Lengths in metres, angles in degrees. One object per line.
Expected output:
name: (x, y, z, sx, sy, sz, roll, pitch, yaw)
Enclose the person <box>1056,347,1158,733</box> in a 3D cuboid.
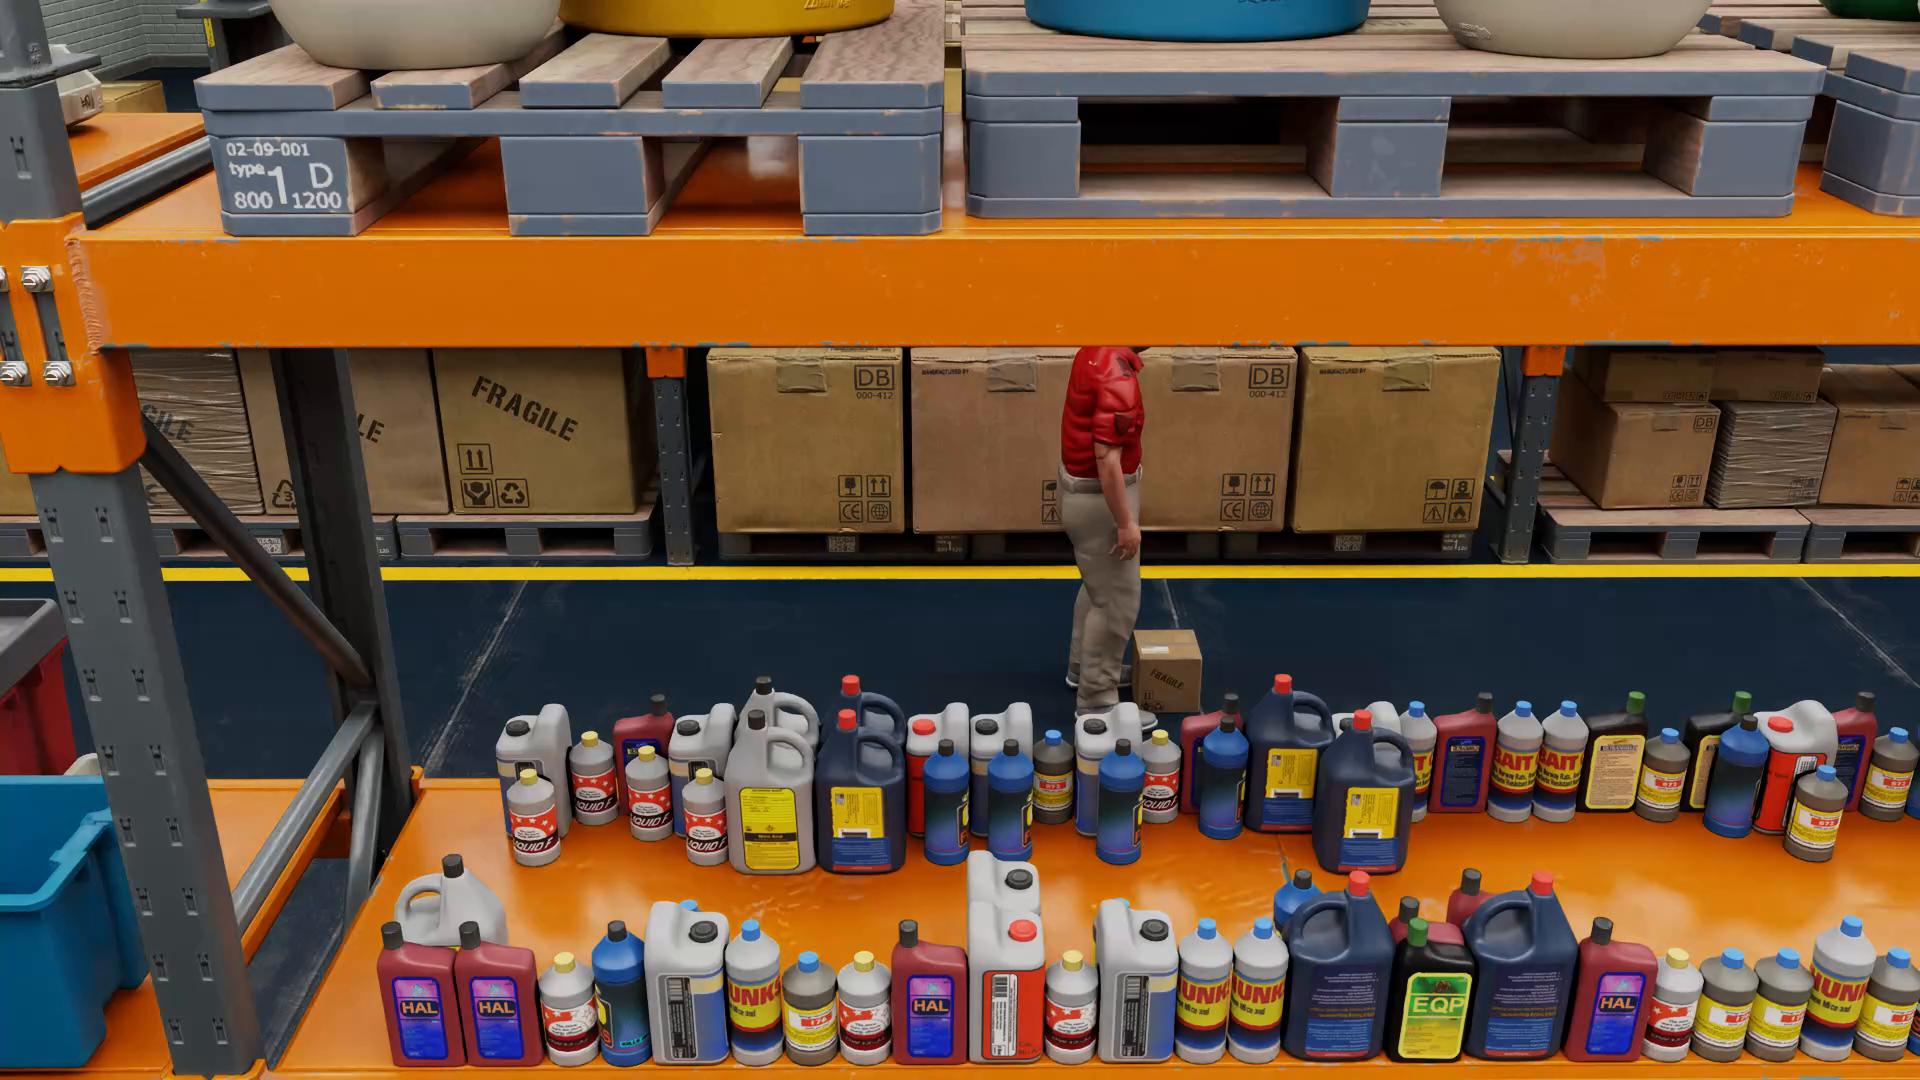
person: (0.577, -0.142, 6.439, 0.393, 1.726, 0.602, -2, 24, -4)
